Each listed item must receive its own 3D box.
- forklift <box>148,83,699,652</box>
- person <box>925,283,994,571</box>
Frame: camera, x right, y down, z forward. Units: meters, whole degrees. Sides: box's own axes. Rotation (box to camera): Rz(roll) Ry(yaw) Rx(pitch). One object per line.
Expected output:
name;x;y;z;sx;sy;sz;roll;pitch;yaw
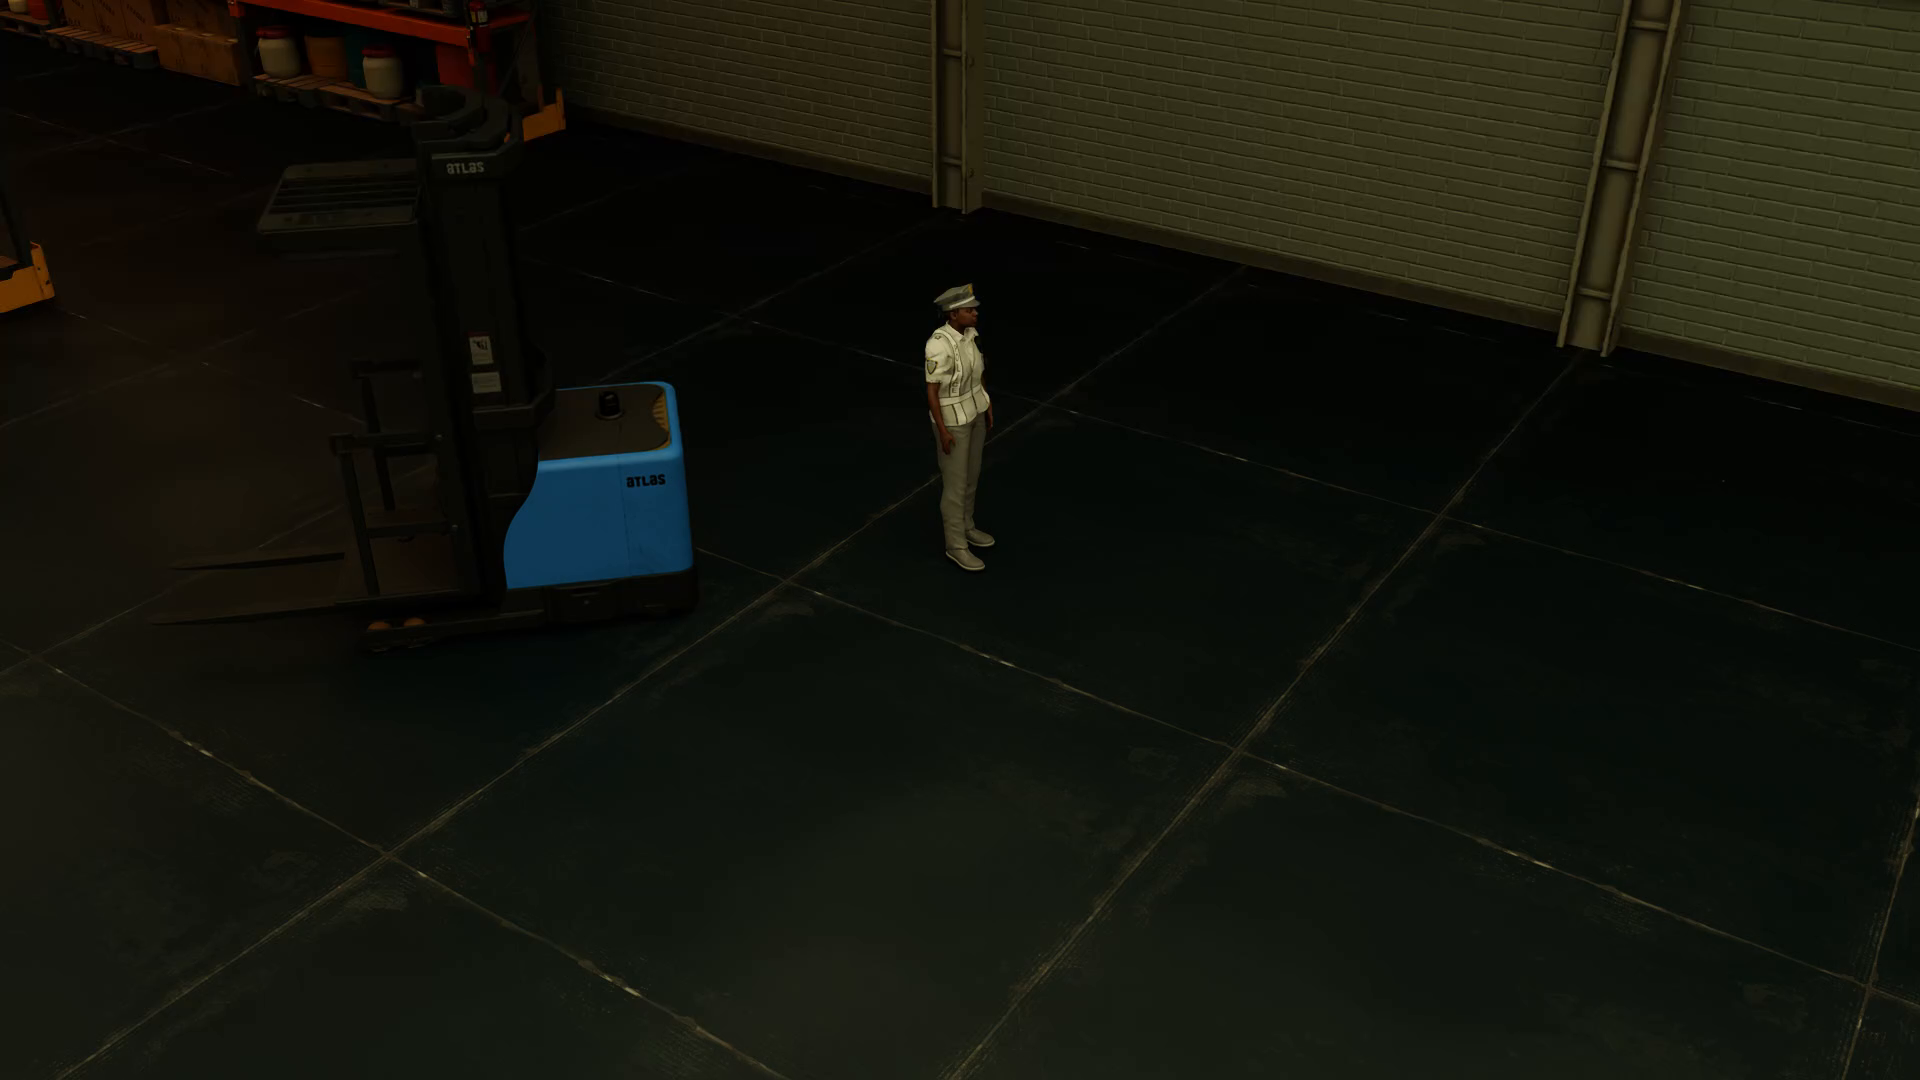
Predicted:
forklift;-3.103;-0.925;9.175;3.031;2.935;1.130;-6;31;-10
person;0.051;-0.710;10.020;0.528;1.695;0.569;19;35;29
